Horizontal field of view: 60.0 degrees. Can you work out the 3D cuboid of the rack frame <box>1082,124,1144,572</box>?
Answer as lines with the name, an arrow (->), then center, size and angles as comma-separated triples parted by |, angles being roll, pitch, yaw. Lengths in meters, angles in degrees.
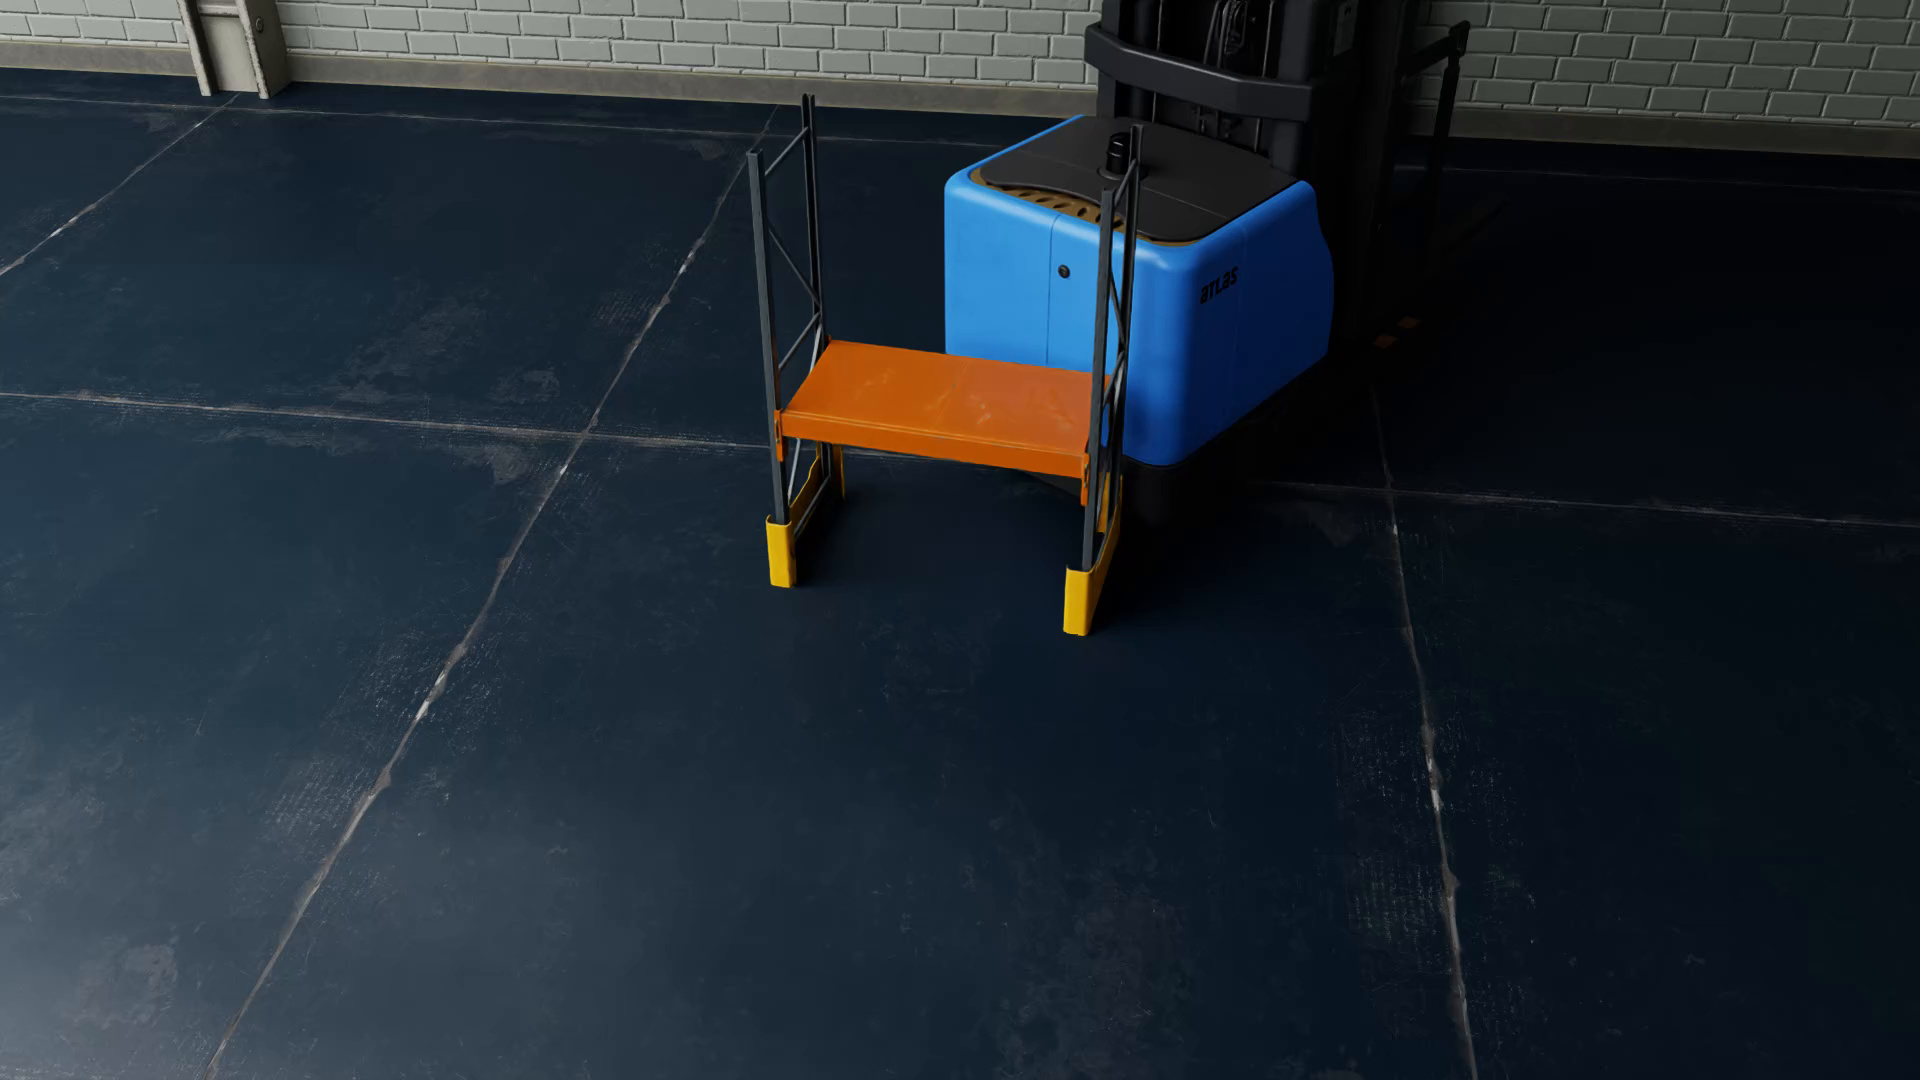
rack frame -> 0.461, -0.468, 5.115 | 0.032, 1.500, 0.500 | 9, 36, 12

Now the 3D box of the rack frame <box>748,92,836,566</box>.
rack frame -> -0.522, -0.618, 5.325 | 0.032, 1.500, 0.500 | 9, 36, 12

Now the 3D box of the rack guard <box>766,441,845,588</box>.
rack guard -> -0.521, -0.110, 5.688 | 0.087, 0.250, 0.587 | 9, 36, 12

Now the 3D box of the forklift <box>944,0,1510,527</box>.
forklift -> 1.265, -2.021, 6.059 | 1.130, 2.935, 3.031 | 26, 43, 32

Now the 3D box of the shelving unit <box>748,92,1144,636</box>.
shelving unit -> -0.039, -0.545, 5.222 | 1.083, 1.500, 0.587 | 9, 36, 12

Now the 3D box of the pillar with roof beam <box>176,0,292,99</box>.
pillar with roof beam -> -4.528, -3.716, 3.210 | 0.400, 9.000, 9.100 | 4, 36, 6

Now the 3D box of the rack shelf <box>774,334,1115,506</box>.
rack shelf -> -0.031, -0.397, 5.325 | 1.000, 0.185, 0.538 | 9, 36, 12

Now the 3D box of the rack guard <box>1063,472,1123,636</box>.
rack guard -> 0.442, 0.038, 5.482 | 0.087, 0.250, 0.587 | 9, 36, 12
